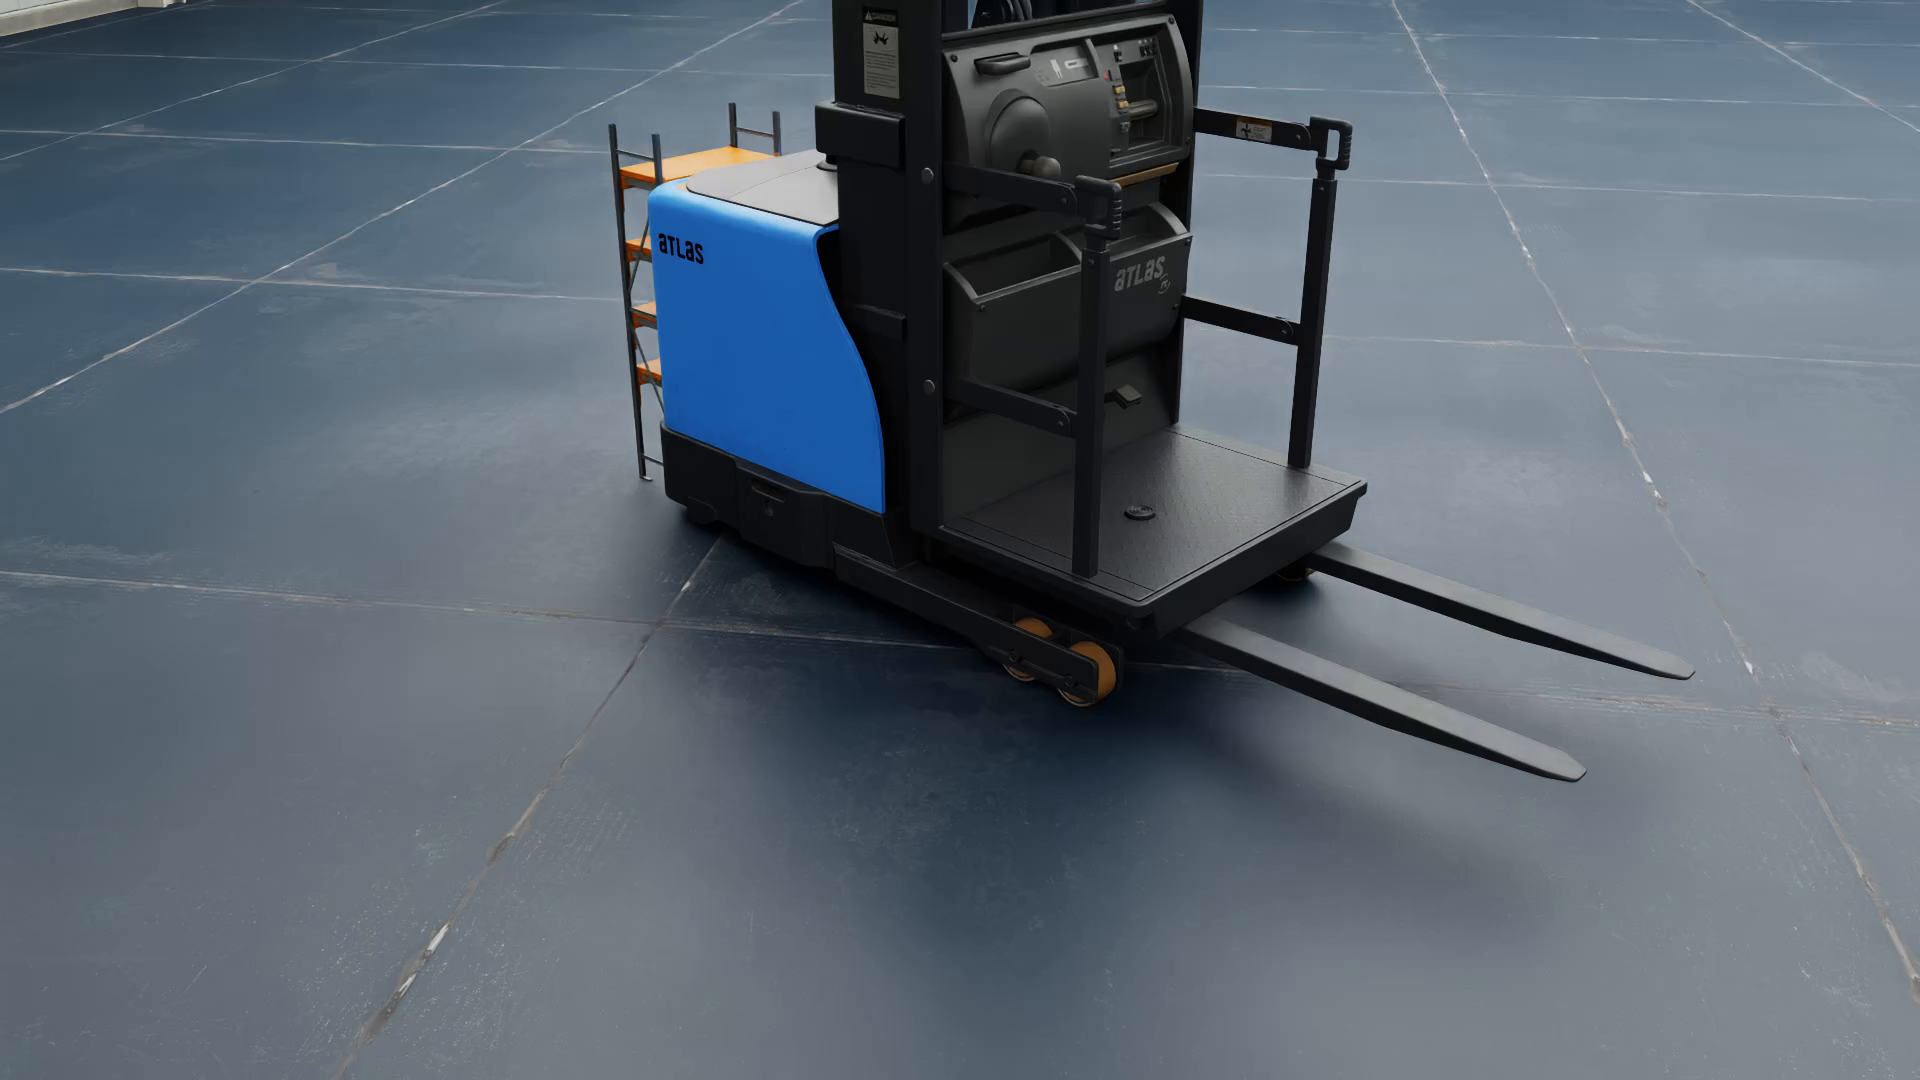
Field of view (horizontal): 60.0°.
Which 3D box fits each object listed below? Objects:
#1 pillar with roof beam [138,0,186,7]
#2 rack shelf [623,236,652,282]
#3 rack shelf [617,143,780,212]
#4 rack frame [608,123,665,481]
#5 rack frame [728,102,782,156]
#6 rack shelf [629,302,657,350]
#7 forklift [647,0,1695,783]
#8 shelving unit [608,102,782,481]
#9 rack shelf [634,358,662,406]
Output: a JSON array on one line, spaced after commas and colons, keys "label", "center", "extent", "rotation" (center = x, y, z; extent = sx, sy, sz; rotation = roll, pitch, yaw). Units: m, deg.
[{"label": "pillar with roof beam", "center": [-3.839, -9.200, 14.290], "extent": [9.100, 9.000, 0.400], "rotation": [4, 25, 9]}, {"label": "rack shelf", "center": [-0.842, -0.943, 5.481], "extent": [0.258, 0.148, 0.480], "rotation": [21, 32, 38]}, {"label": "rack shelf", "center": [-0.842, -1.158, 5.381], "extent": [0.258, 0.148, 0.480], "rotation": [21, 32, 38]}, {"label": "rack frame", "center": [-1.007, -0.726, 5.385], "extent": [0.240, 1.200, 0.015], "rotation": [21, 32, 38]}, {"label": "rack frame", "center": [-0.677, -0.878, 5.710], "extent": [0.240, 1.200, 0.015], "rotation": [21, 32, 38]}, {"label": "rack shelf", "center": [-0.842, -0.741, 5.576], "extent": [0.258, 0.148, 0.480], "rotation": [21, 32, 38]}, {"label": "forklift", "center": [0.460, -1.145, 4.238], "extent": [3.031, 2.935, 1.130], "rotation": [22, 33, 38]}, {"label": "shelving unit", "center": [-0.842, -0.802, 5.548], "extent": [0.258, 1.200, 0.503], "rotation": [21, 32, 38]}, {"label": "rack shelf", "center": [-0.842, -0.561, 5.660], "extent": [0.258, 0.148, 0.480], "rotation": [21, 32, 38]}]
